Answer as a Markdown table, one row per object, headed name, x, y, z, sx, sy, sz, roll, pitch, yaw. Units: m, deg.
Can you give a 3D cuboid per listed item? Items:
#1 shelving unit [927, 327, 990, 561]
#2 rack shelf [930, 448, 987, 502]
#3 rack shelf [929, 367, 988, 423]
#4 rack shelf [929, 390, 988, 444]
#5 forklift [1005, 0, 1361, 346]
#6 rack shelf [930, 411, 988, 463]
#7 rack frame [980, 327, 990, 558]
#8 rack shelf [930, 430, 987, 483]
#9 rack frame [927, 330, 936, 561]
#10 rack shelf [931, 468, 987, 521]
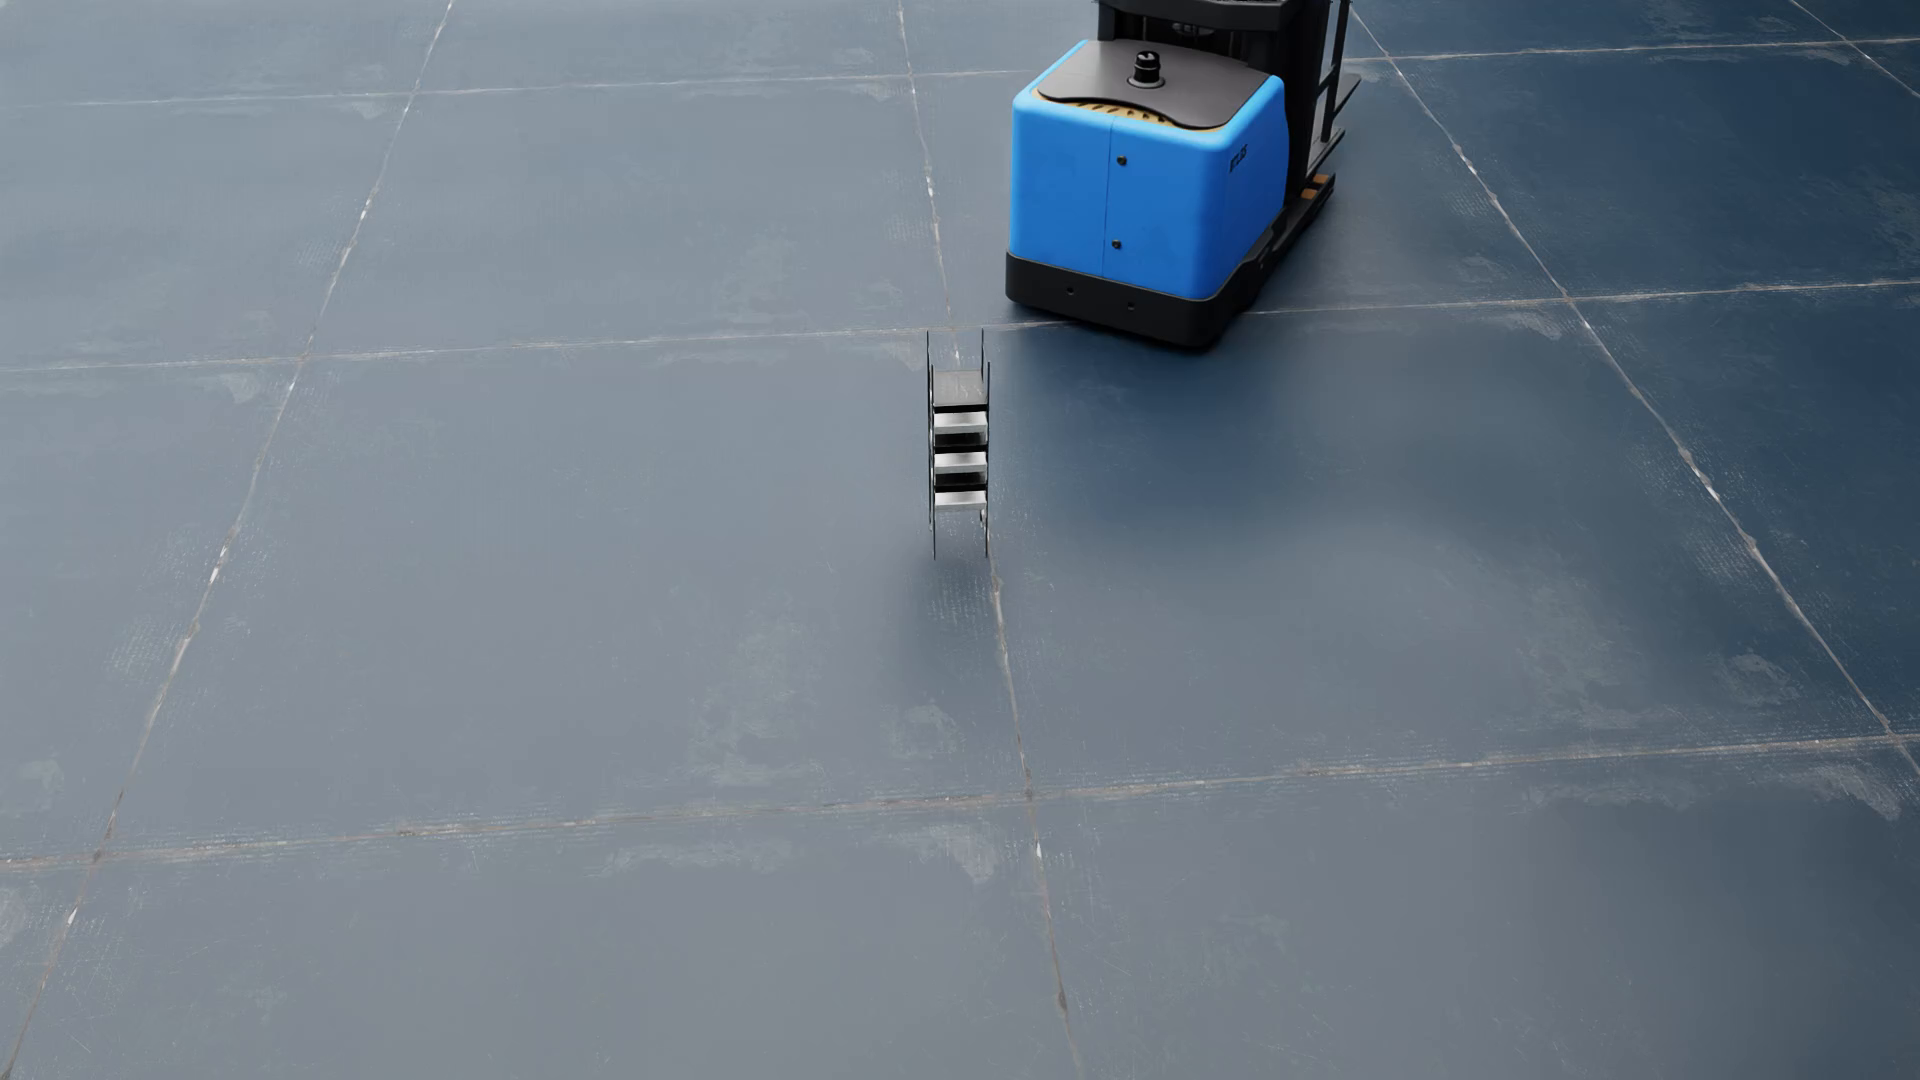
| name | x | y | z | sx | sy | sz | roll | pitch | yaw |
| --- | --- | --- | --- | --- | --- | --- | --- | --- | --- |
| shelving unit | -0.008 | -0.353 | 6.315 | 0.210 | 0.900 | 0.258 | -3 | 38 | -4 |
| rack shelf | -0.008 | -0.256 | 6.392 | 0.200 | 0.077 | 0.258 | -3 | 38 | -4 |
| rack shelf | -0.008 | -0.539 | 6.169 | 0.200 | 0.077 | 0.258 | -3 | 38 | -4 |
| rack shelf | -0.008 | -0.468 | 6.224 | 0.200 | 0.077 | 0.258 | -3 | 38 | -4 |
| forklift | 1.338 | -2.938 | 7.952 | 1.130 | 2.935 | 3.031 | 18 | 42 | 21 |
| rack shelf | -0.008 | -0.397 | 6.280 | 0.200 | 0.077 | 0.258 | -3 | 38 | -4 |
| rack frame | 0.093 | -0.358 | 6.322 | 0.006 | 0.900 | 0.240 | -3 | 38 | -4 |
| rack shelf | -0.008 | -0.327 | 6.336 | 0.200 | 0.077 | 0.258 | -3 | 38 | -4 |
| rack frame | -0.109 | -0.347 | 6.308 | 0.006 | 0.900 | 0.240 | -3 | 38 | -4 |
| rack shelf | -0.008 | -0.185 | 6.447 | 0.200 | 0.077 | 0.258 | -3 | 38 | -4 |
